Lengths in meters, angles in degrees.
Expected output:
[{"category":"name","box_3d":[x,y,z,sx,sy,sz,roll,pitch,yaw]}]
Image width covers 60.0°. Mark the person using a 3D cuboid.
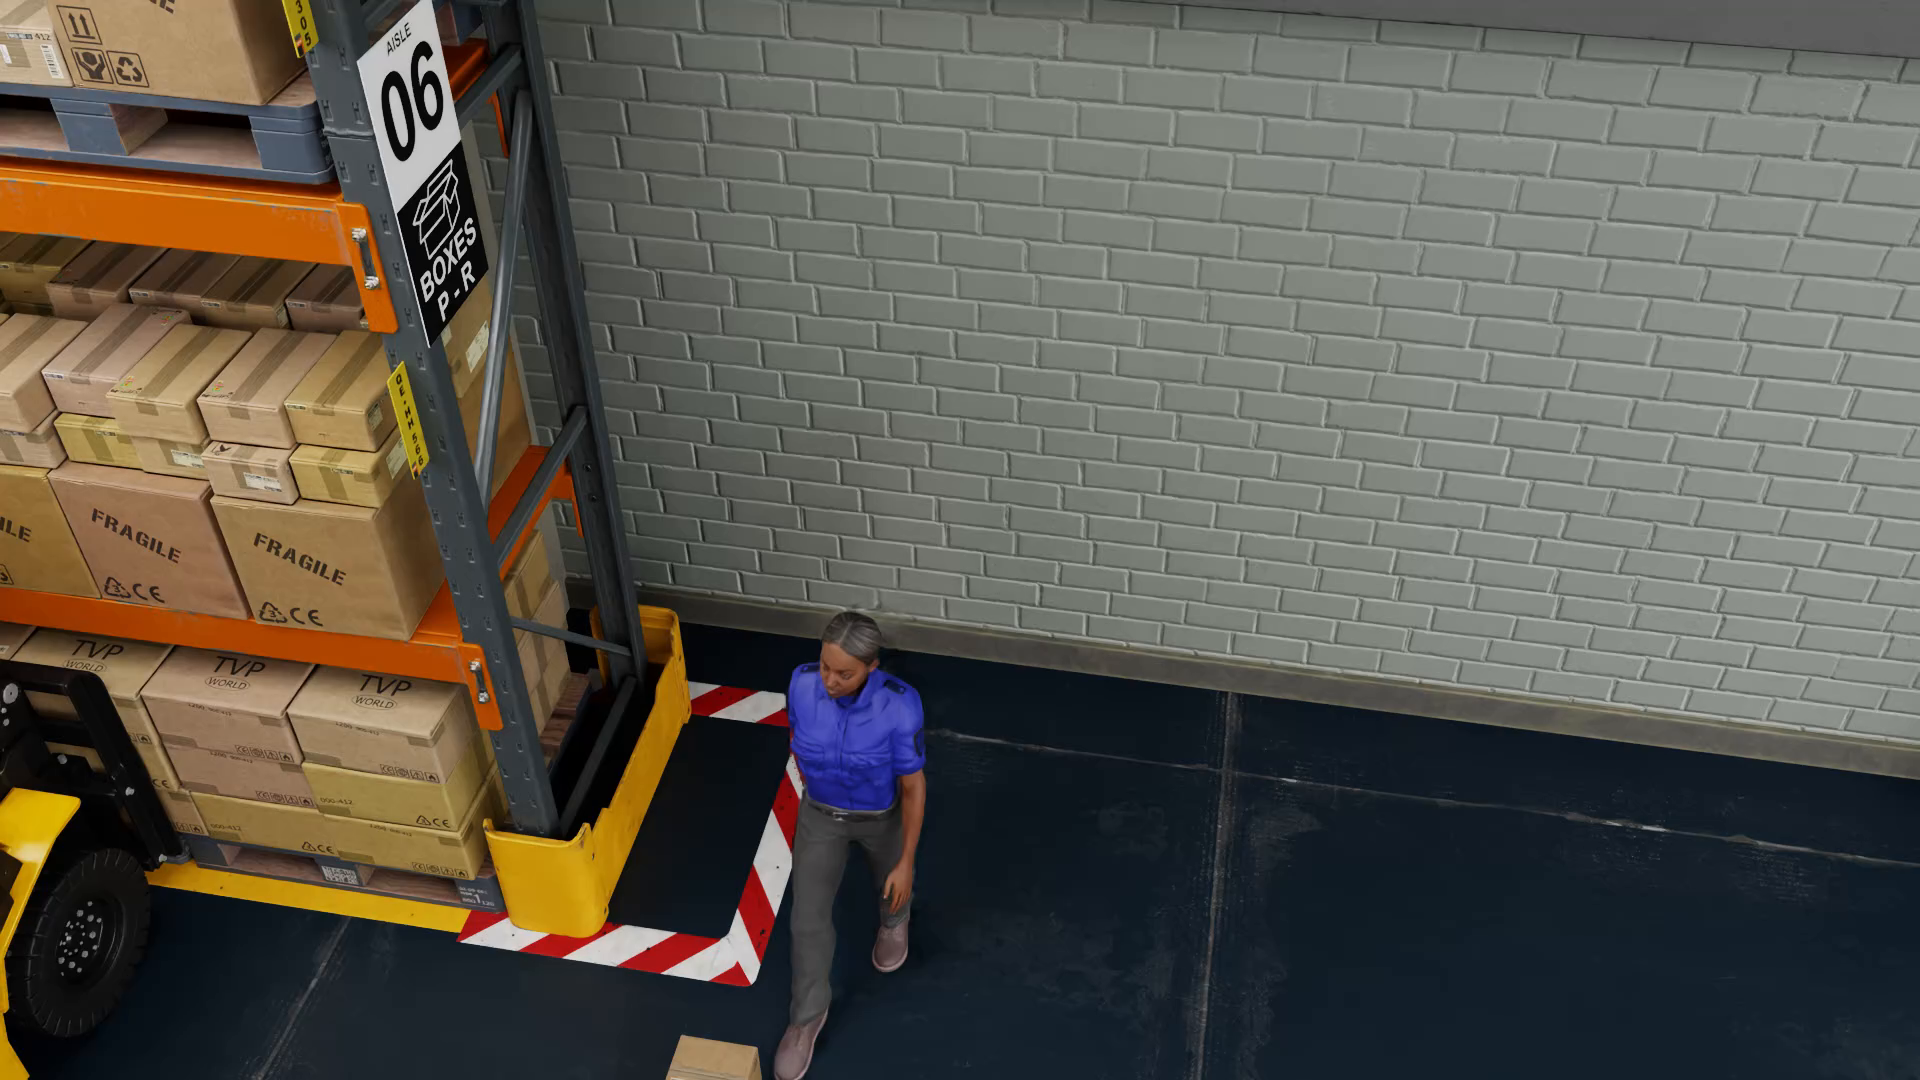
[{"category":"person","box_3d":[-0.331,0.919,5.085,0.461,1.661,0.748,7,41,8]}]
